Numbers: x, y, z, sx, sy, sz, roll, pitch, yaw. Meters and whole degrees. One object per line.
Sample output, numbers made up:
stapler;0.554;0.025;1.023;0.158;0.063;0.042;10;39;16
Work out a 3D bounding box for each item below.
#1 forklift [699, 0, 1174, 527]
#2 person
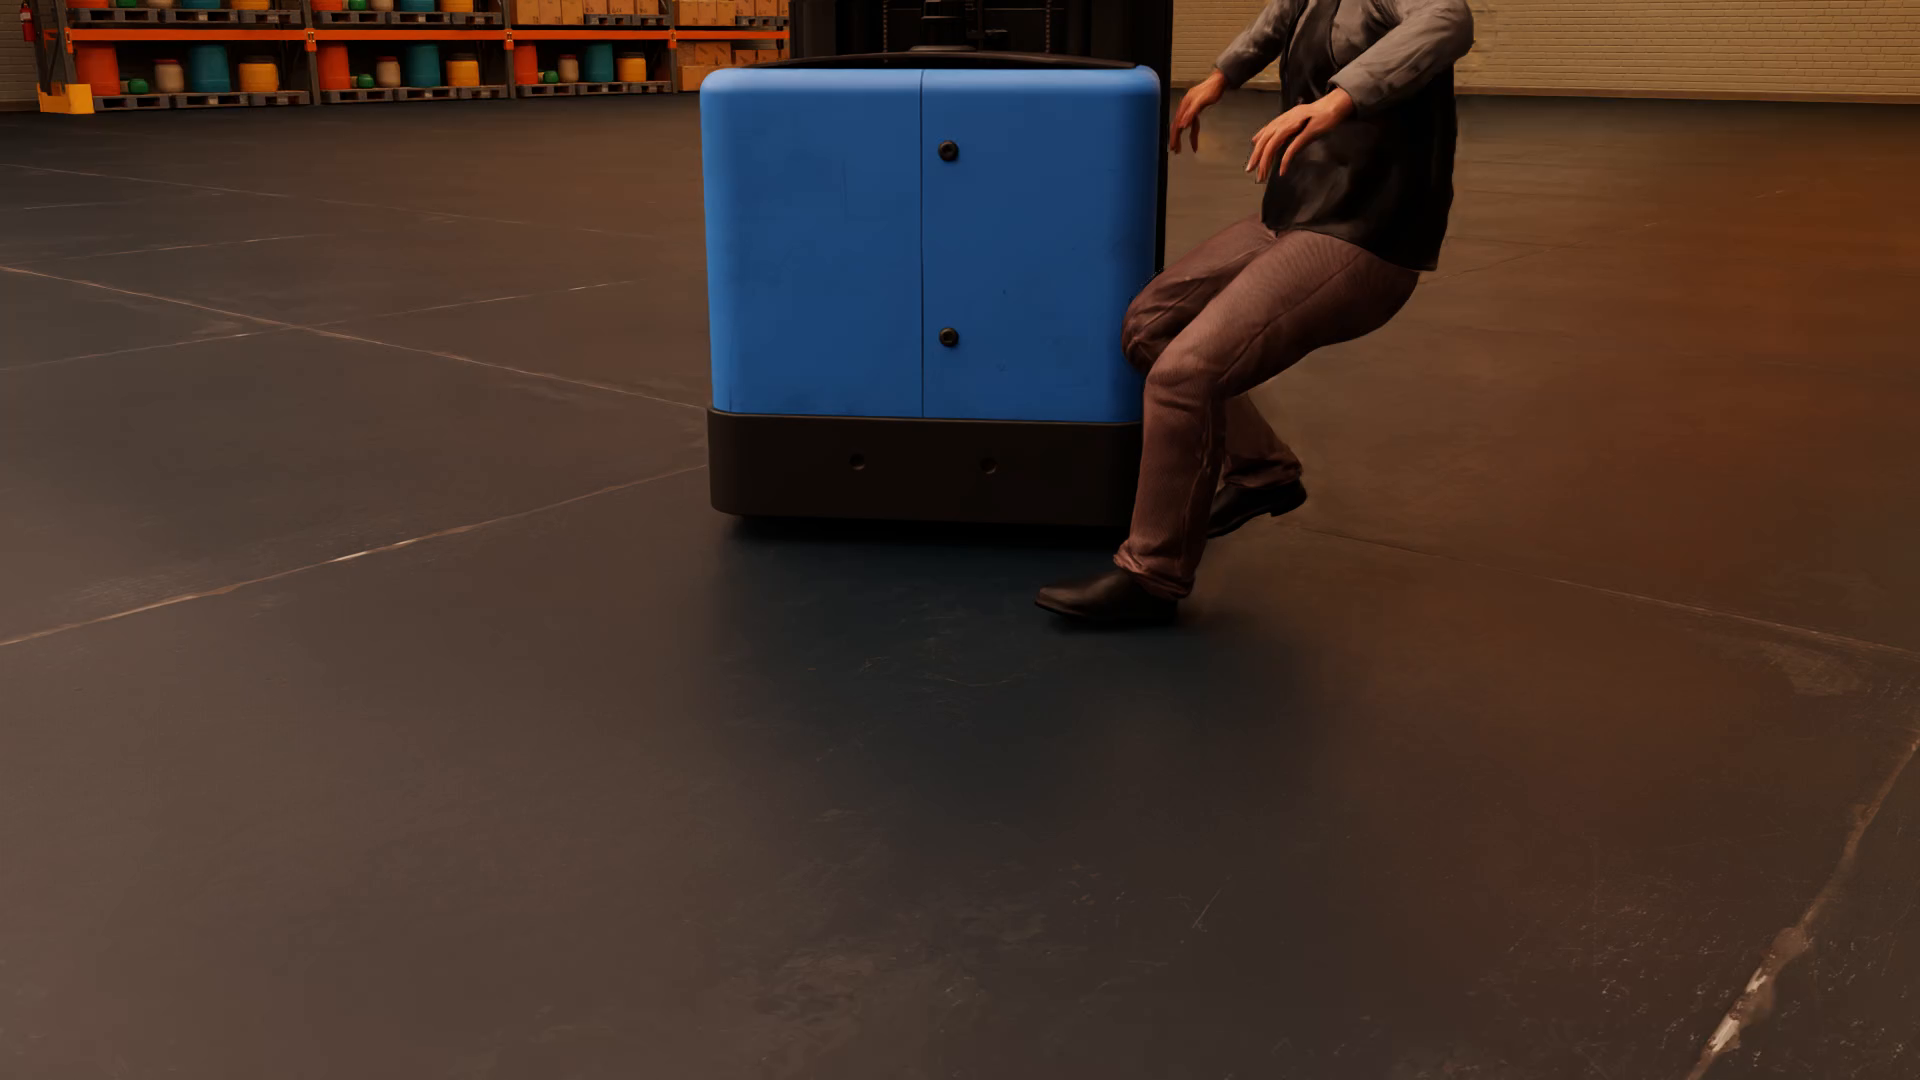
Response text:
forklift;0.086;-1.814;4.871;1.130;2.935;3.031;2;17;6
person;0.565;-0.631;3.338;0.836;1.572;1.041;0;17;-1
